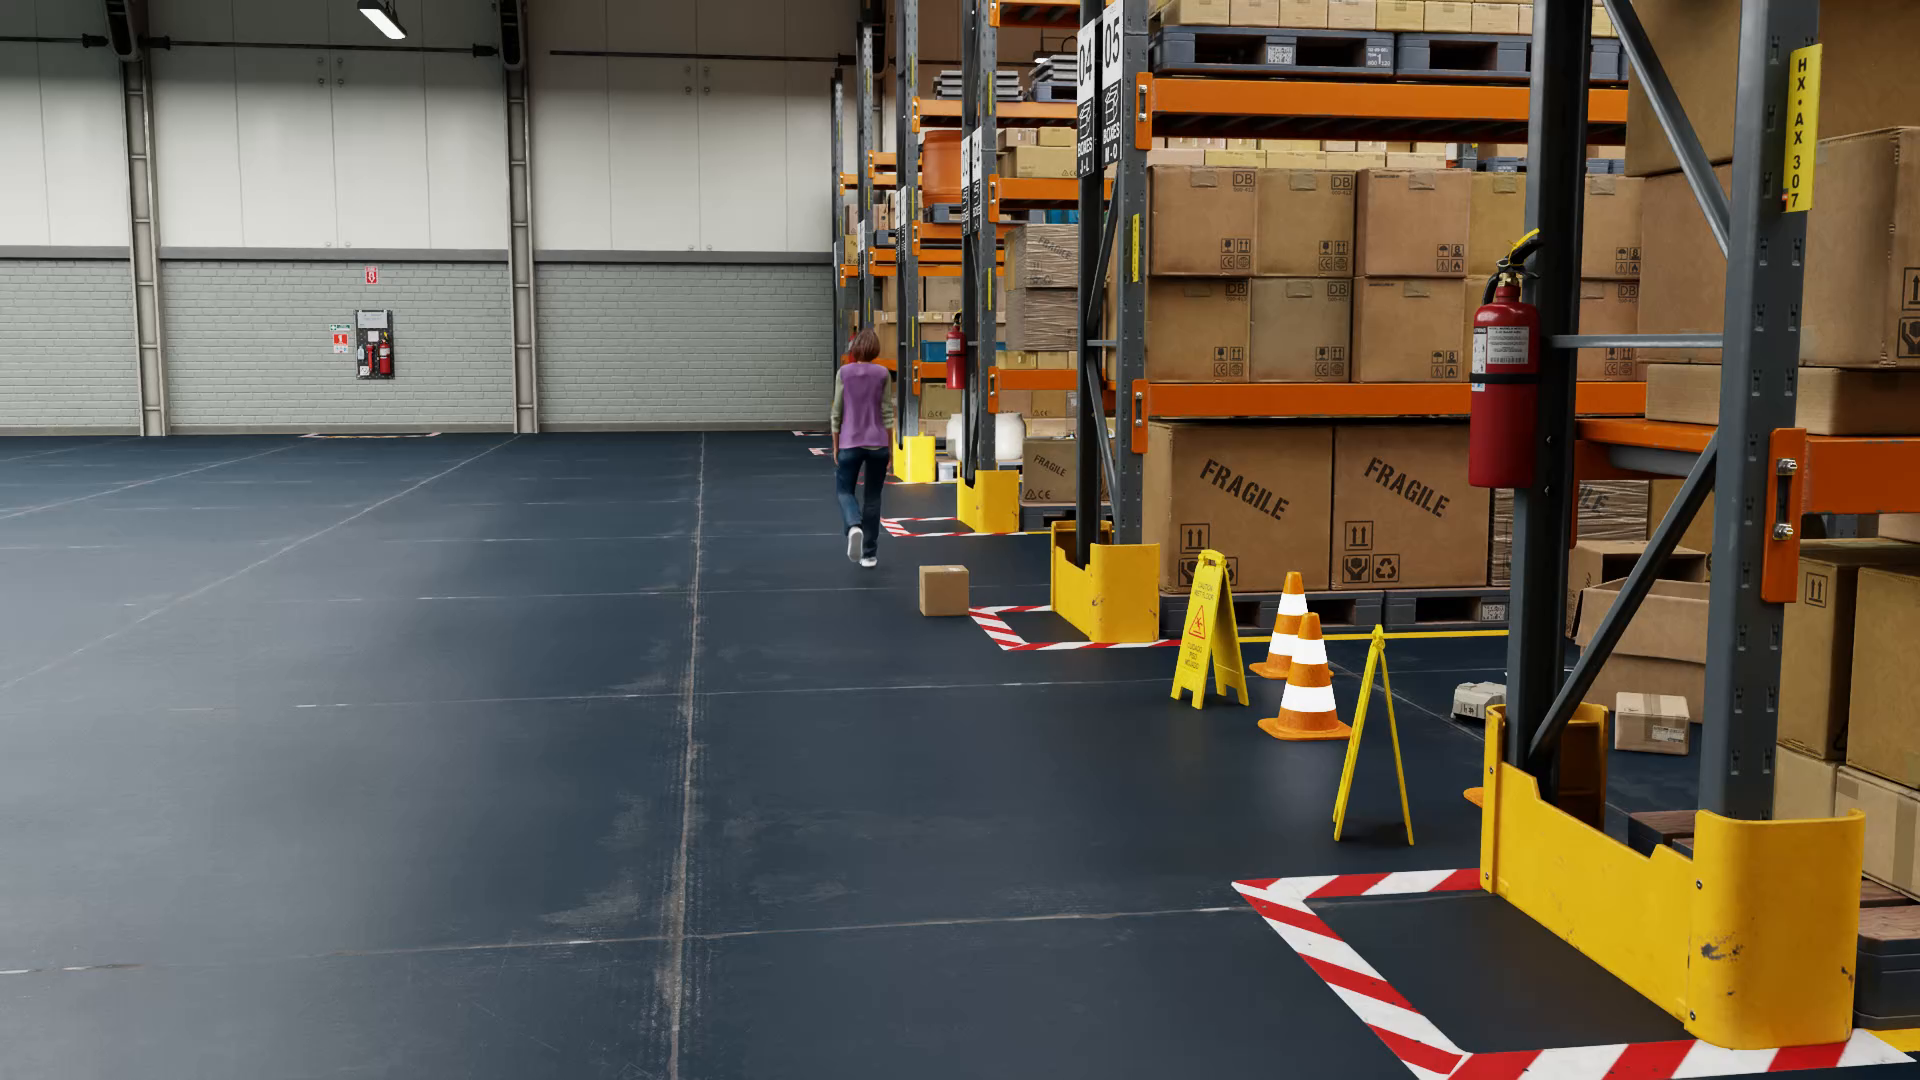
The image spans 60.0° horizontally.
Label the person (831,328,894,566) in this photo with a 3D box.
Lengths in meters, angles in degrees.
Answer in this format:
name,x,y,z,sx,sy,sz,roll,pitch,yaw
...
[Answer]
name,x,y,z,sx,sy,sz,roll,pitch,yaw
person,-0.642,-0.591,10.948,0.417,1.570,0.572,-1,7,-7
